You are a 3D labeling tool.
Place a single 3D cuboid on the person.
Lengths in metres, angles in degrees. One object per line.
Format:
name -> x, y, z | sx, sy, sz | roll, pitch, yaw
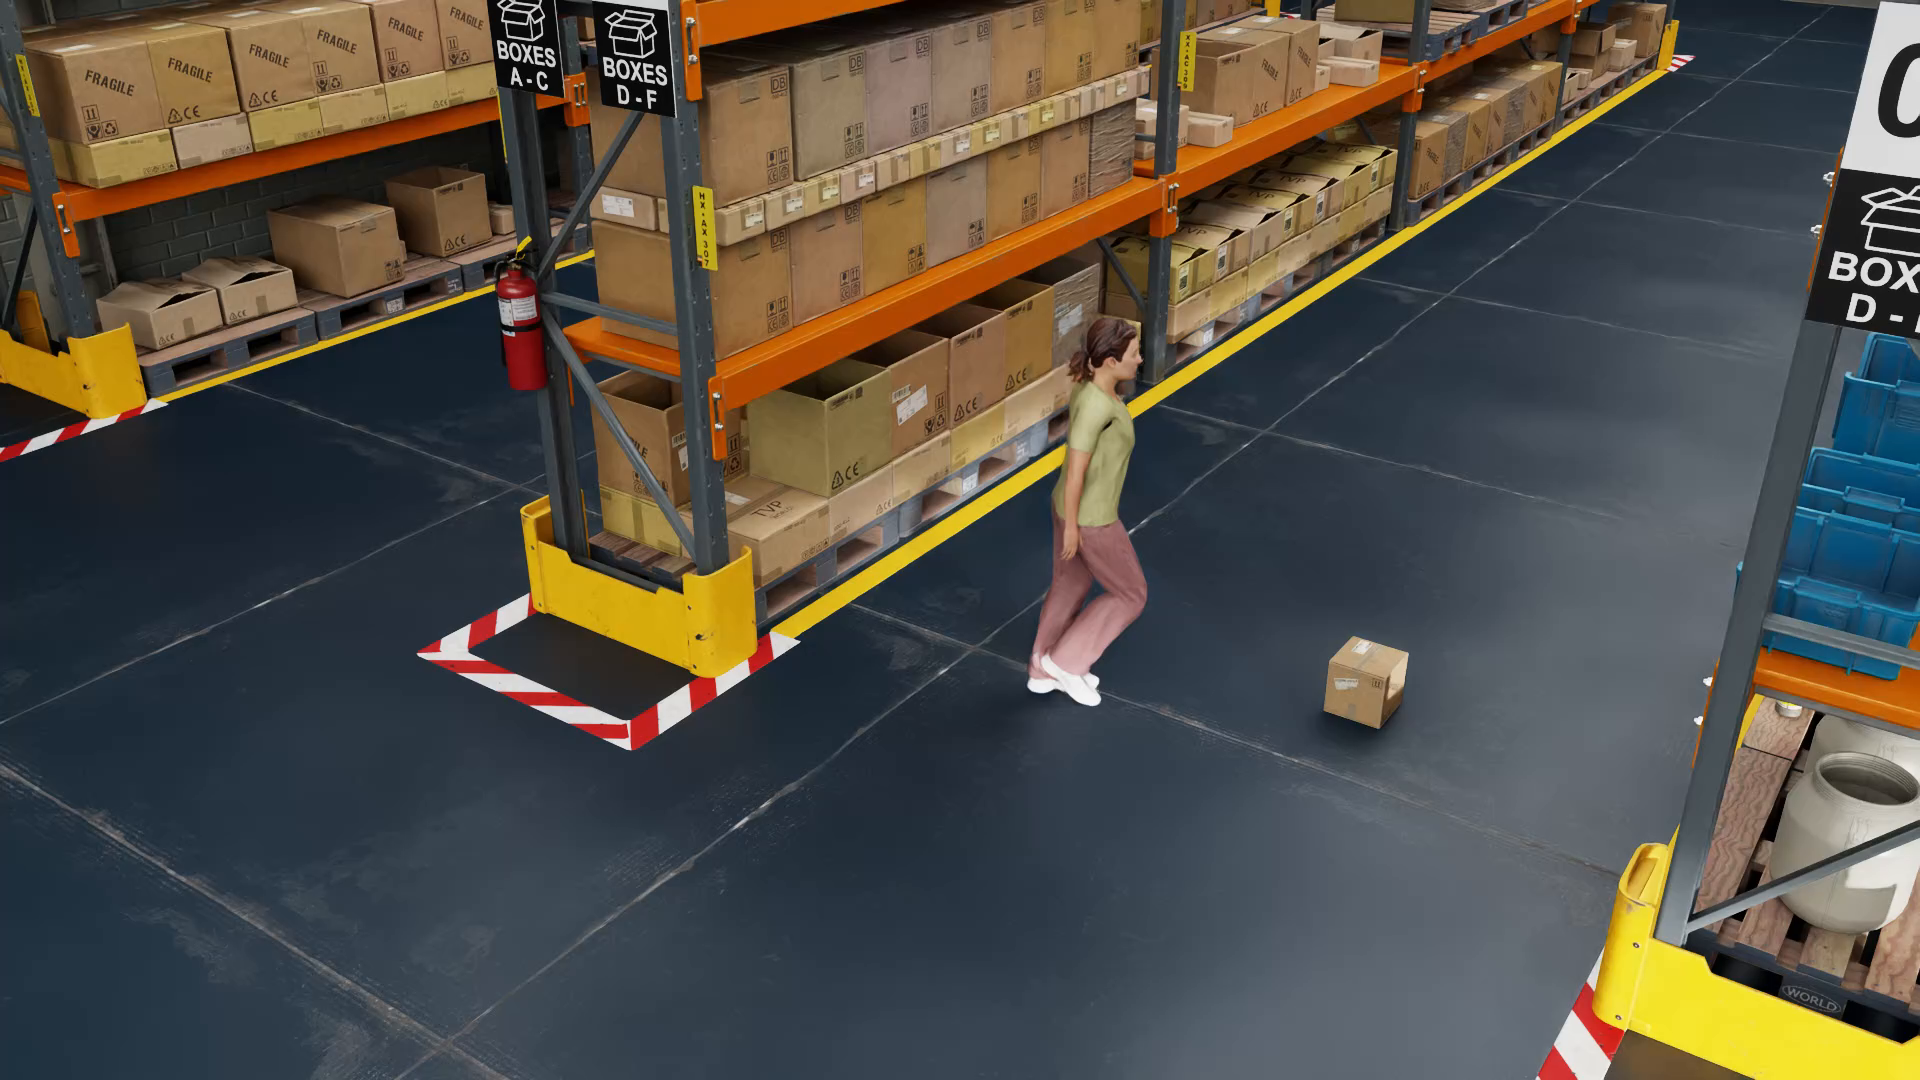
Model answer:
person -> 0.521, -0.108, 6.794 | 0.469, 1.661, 0.468 | -2, 27, -4
